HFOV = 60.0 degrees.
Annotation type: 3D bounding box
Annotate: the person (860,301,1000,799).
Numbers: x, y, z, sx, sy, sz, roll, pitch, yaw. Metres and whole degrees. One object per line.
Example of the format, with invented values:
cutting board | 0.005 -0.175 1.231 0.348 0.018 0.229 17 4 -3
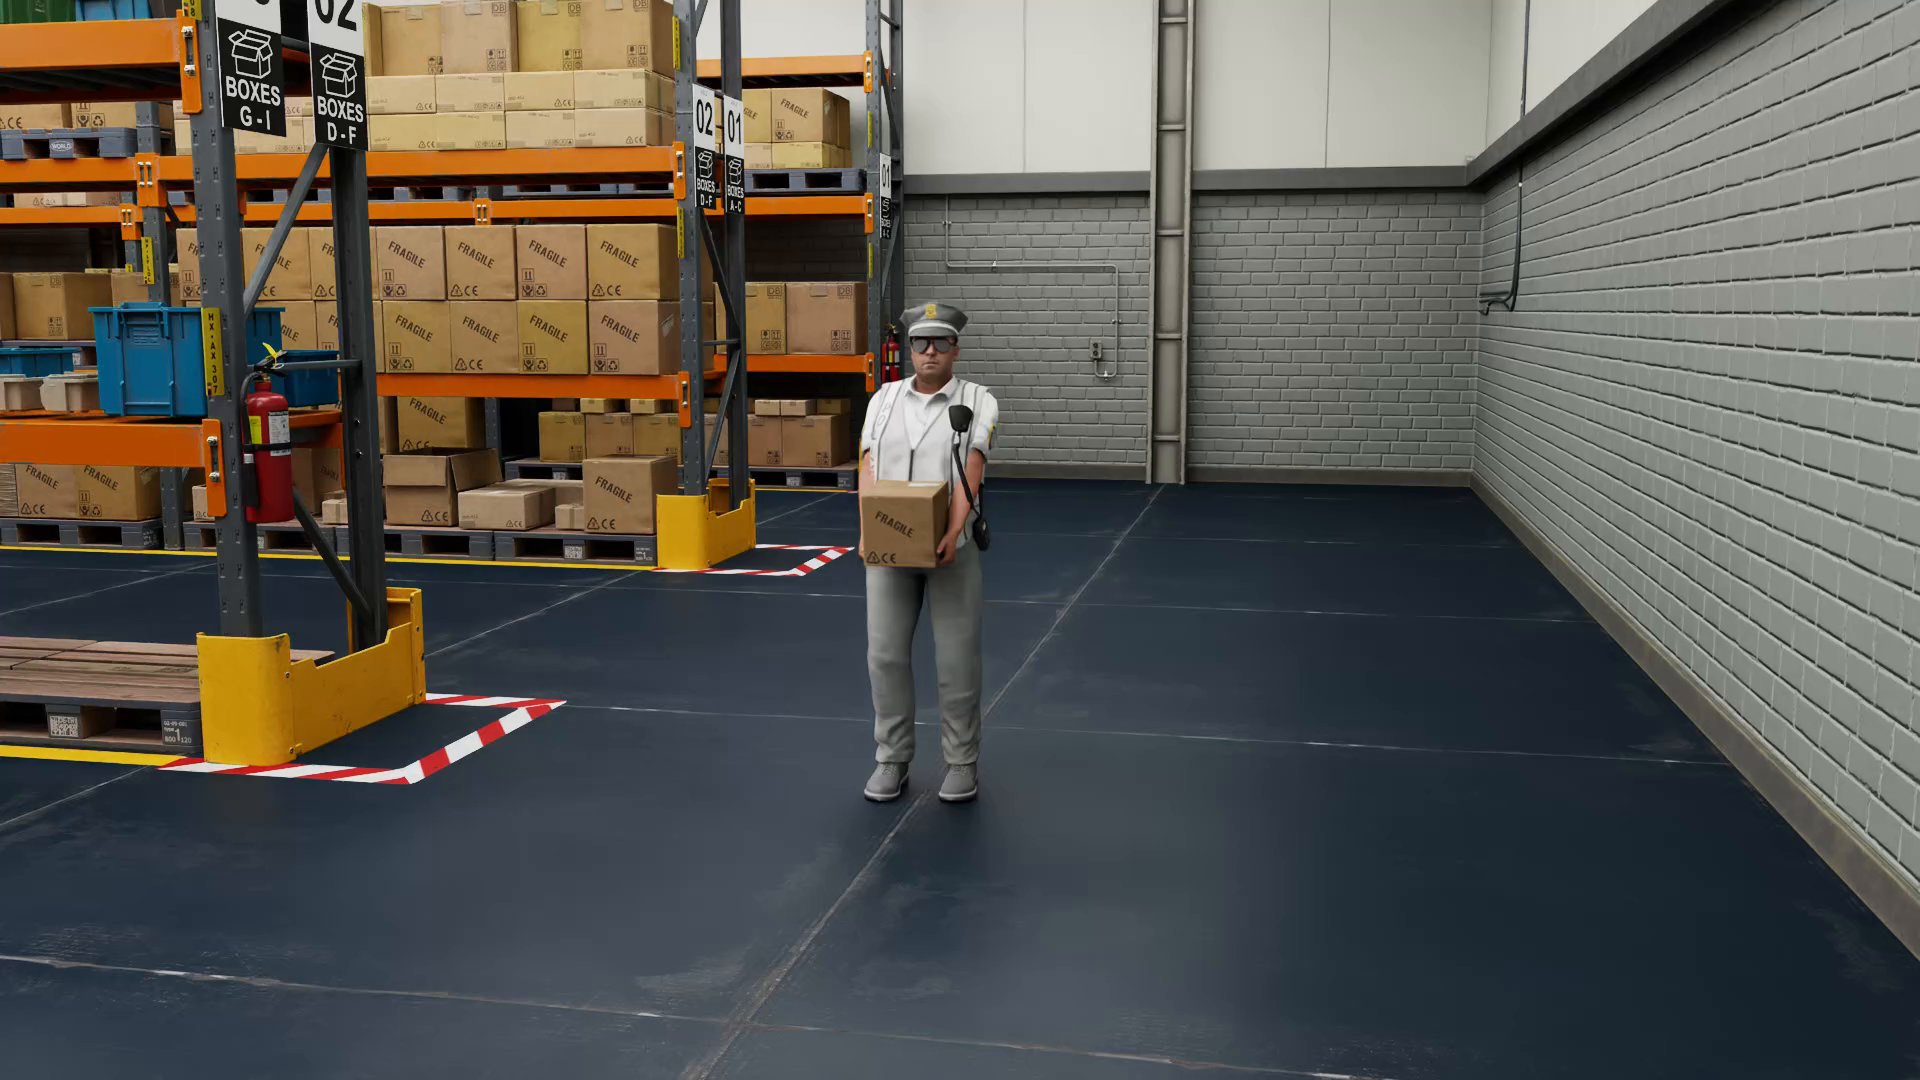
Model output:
person | -0.124 0.041 5.933 0.494 1.763 0.573 2 8 11
